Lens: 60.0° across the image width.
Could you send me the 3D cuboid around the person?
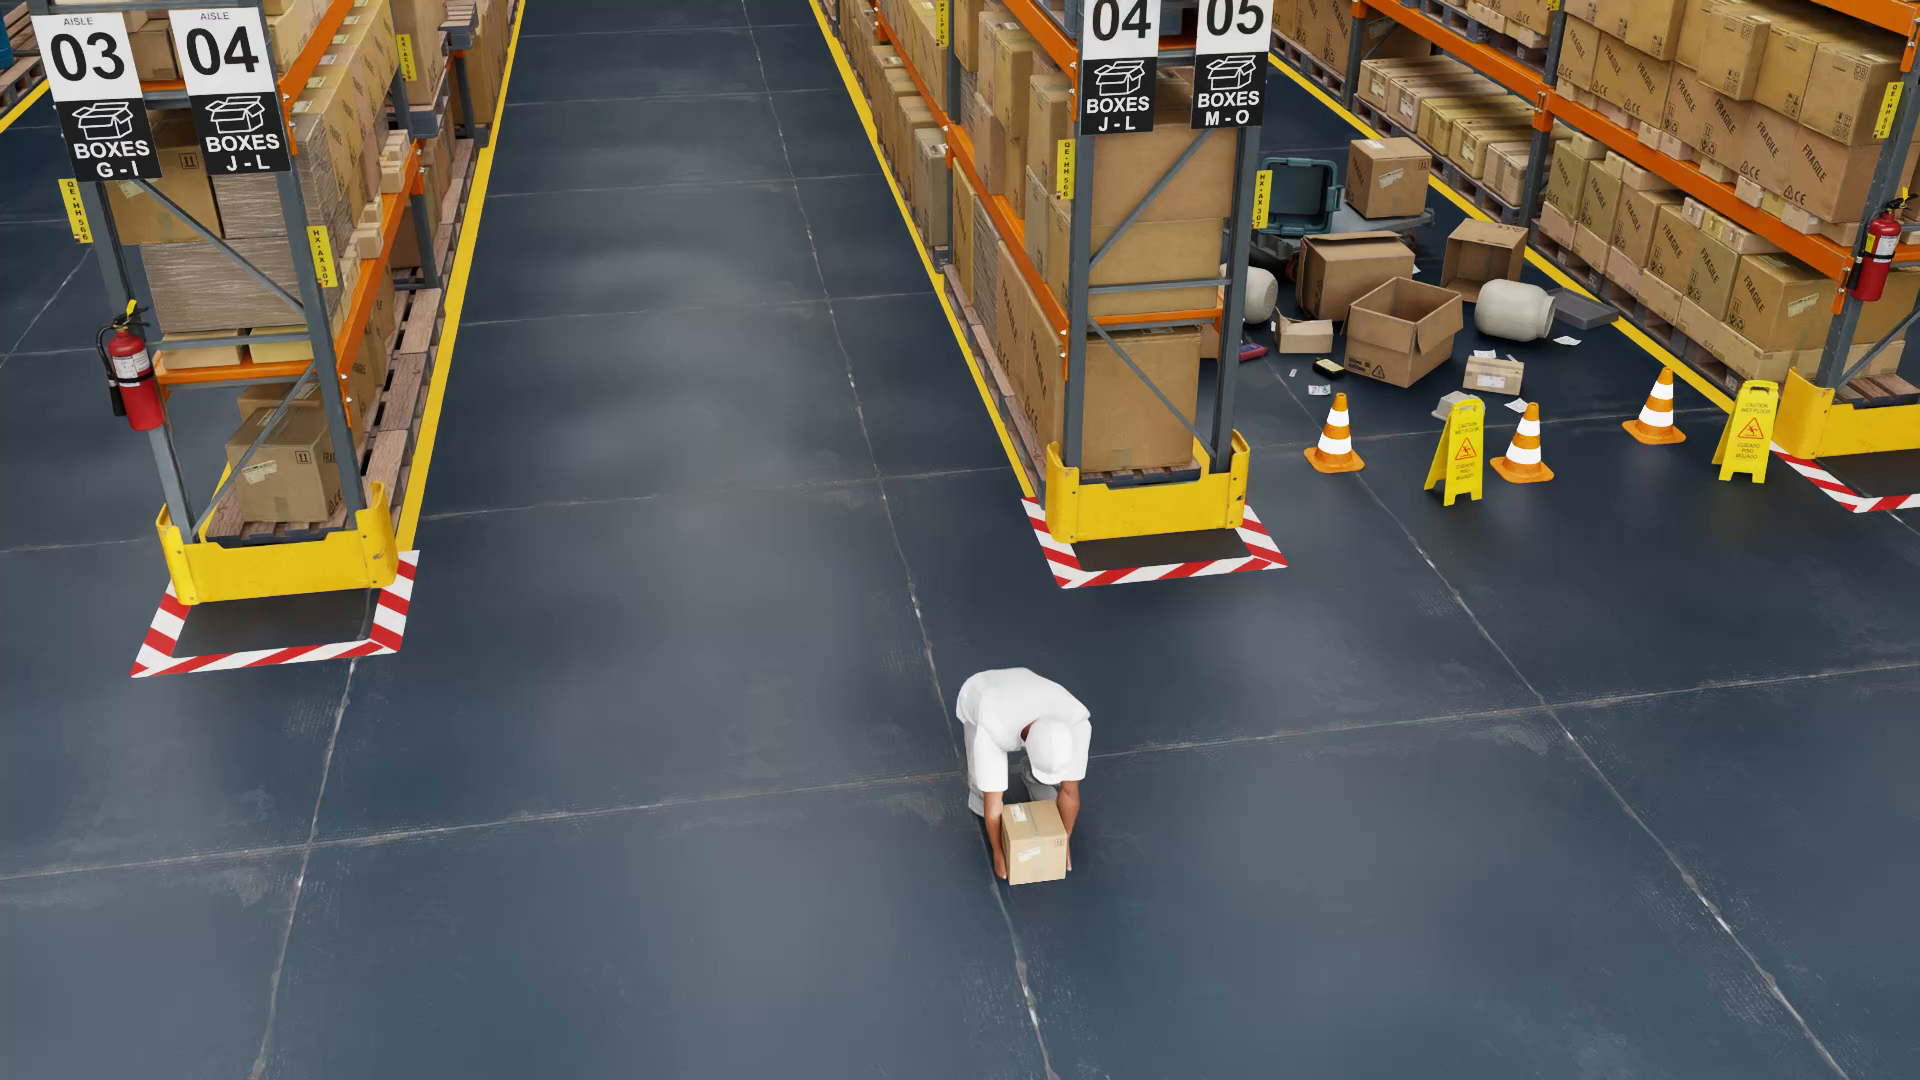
[{"bbox_3d":[0.292,0.977,7.496,0.541,0.890,0.931,-6,31,-9],"label":"person"}]
